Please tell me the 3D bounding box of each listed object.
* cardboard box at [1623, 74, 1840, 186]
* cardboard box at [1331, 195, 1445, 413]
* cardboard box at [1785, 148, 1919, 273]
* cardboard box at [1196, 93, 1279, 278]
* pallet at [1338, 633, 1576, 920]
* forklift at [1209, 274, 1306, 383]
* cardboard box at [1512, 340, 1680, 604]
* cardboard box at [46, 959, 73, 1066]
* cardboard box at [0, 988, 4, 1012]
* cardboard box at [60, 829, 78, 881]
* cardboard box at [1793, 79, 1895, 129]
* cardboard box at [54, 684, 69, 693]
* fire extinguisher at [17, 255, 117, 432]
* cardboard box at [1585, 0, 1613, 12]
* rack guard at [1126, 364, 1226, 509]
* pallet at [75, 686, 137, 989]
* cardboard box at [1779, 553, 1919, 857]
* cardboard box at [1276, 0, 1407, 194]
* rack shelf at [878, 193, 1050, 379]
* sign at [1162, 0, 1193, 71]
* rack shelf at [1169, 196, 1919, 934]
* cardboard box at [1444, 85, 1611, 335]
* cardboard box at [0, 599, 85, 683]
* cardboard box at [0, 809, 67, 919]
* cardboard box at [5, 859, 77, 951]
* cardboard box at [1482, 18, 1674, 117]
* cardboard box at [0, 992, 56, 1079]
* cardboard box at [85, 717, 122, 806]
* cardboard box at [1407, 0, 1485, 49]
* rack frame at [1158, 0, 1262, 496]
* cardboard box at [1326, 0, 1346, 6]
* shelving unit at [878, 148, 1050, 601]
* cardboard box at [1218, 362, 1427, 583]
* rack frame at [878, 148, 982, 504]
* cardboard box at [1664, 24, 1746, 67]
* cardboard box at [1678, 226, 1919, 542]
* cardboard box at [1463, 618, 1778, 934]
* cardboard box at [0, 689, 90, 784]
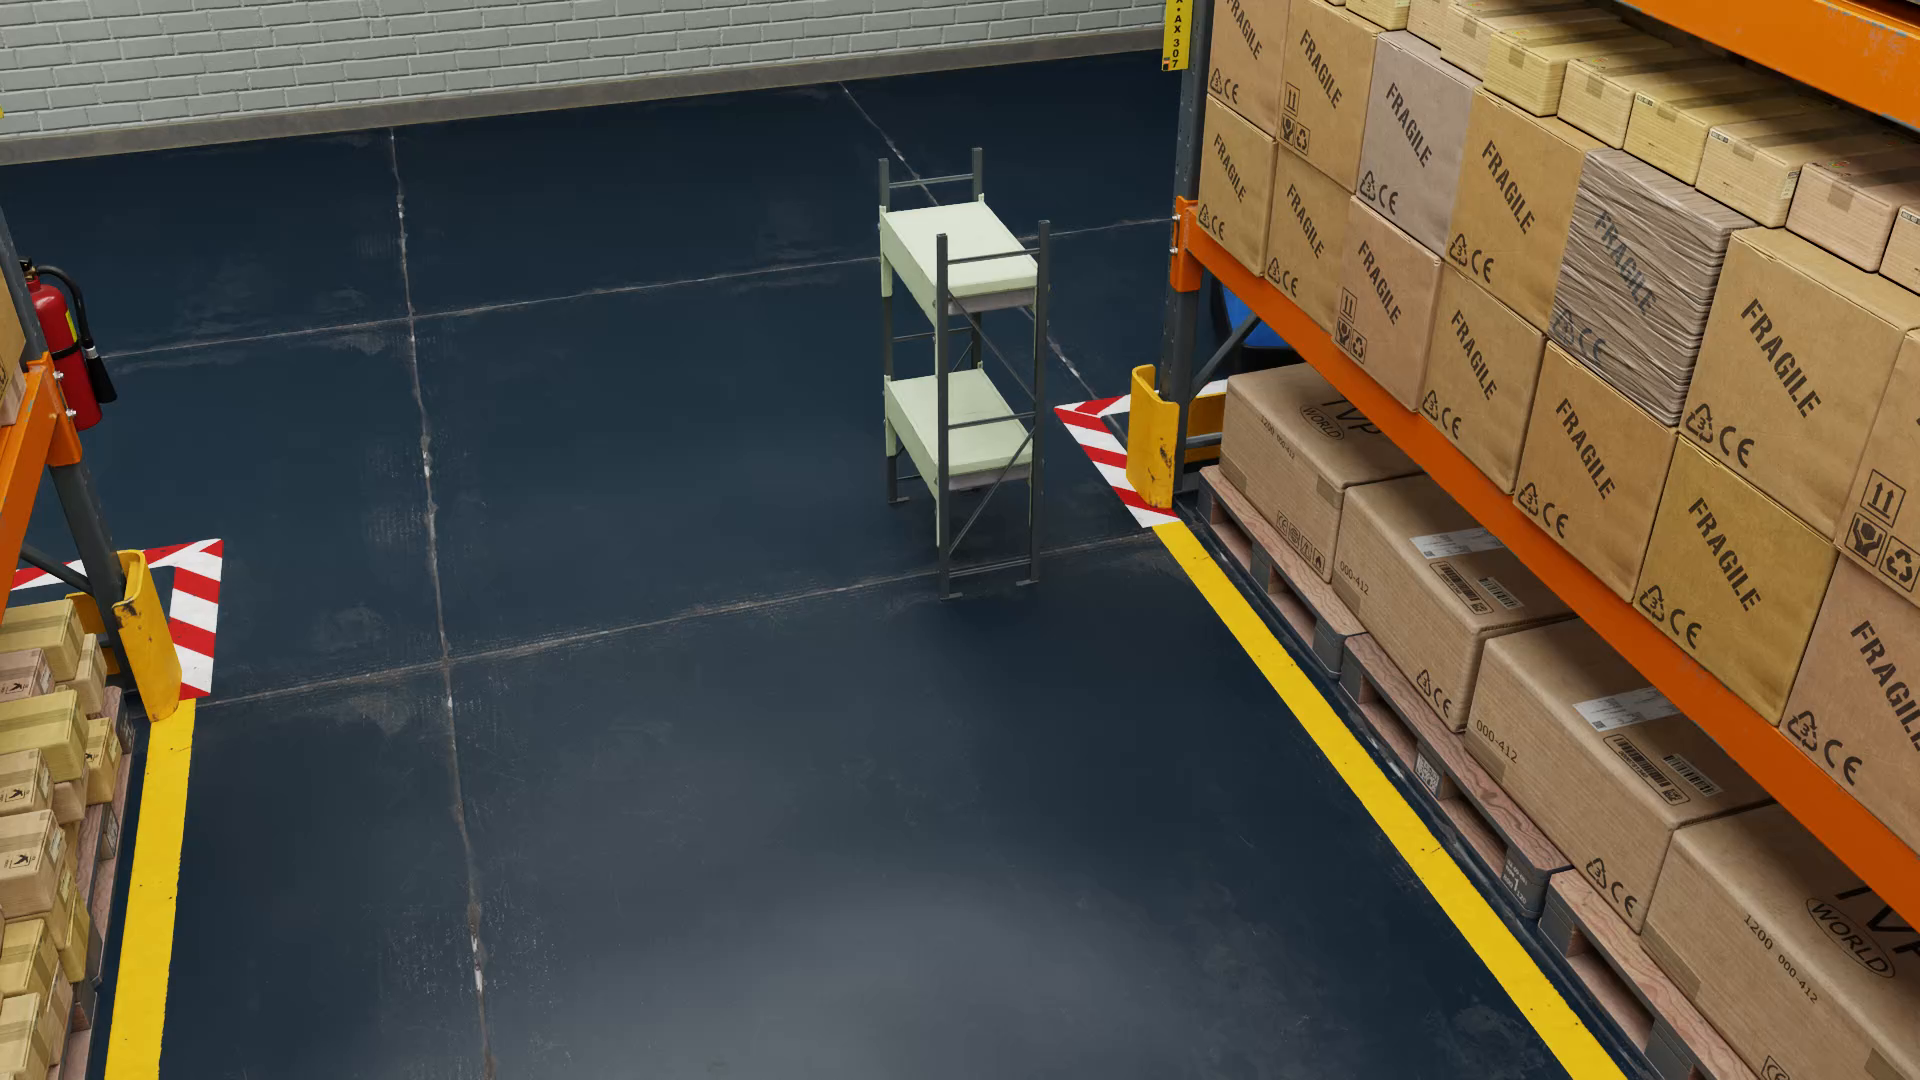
[{"bbox_3d":[1.807,-0.966,3.905,0.380,0.149,0.250,-11,35,-16],"label":"cardboard box"},{"bbox_3d":[1.505,-0.757,5.085,0.500,0.500,0.500,-10,35,-15],"label":"cardboard box"},{"bbox_3d":[1.999,-0.704,3.508,0.380,0.149,0.250,-10,35,-15],"label":"cardboard box"},{"bbox_3d":[1.187,-1.288,5.888,0.500,0.500,0.500,-10,35,-15],"label":"cardboard box"},{"bbox_3d":[2.001,0.663,5.556,1.003,0.211,1.213,-10,35,-15],"label":"pallet"},{"bbox_3d":[2.764,-2.092,7.258,3.031,2.935,1.130,1,33,1],"label":"forklift"},{"bbox_3d":[1.819,-0.220,4.271,0.500,0.500,0.500,-11,35,-15],"label":"cardboard box"},{"bbox_3d":[-2.548,1.263,4.323,0.380,0.149,0.250,-9,35,-14],"label":"cardboard box"},{"bbox_3d":[-2.510,1.164,3.933,0.380,0.149,0.250,-10,35,-14],"label":"cardboard box"},{"bbox_3d":[-2.749,0.993,4.732,0.380,0.149,0.250,-10,35,-14],"label":"cardboard box"},{"bbox_3d":[2.247,-1.048,4.029,0.380,0.149,0.250,-10,35,-15],"label":"cardboard box"},{"bbox_3d":[-2.908,0.604,5.050,0.380,0.149,0.250,-11,35,-16],"label":"cardboard box"},{"bbox_3d":[-3.007,-0.683,5.472,0.296,0.674,0.183,-10,35,-15],"label":"fire extinguisher"},{"bbox_3d":[1.923,-1.583,4.838,0.380,0.149,0.250,-10,35,-15],"label":"cardboard box"},{"bbox_3d":[1.306,-0.517,7.078,1.175,0.500,0.348,-10,35,-15],"label":"rack guard"},{"bbox_3d":[-3.132,0.974,5.084,1.003,0.211,1.213,-10,35,-15],"label":"pallet"},{"bbox_3d":[2.149,0.311,3.468,0.500,0.500,0.500,-10,35,-14],"label":"cardboard box"},{"bbox_3d":[1.353,-1.436,5.204,0.500,0.500,0.500,-11,35,-16],"label":"cardboard box"},{"bbox_3d":[0.002,-0.948,6.116,0.431,0.370,0.720,-10,35,-15],"label":"rack shelf"},{"bbox_3d":[0.783,-1.851,5.973,0.100,0.325,0.005,-10,35,-15],"label":"sign"},{"bbox_3d":[1.924,-0.197,4.979,1.077,0.370,4.000,-10,35,-15],"label":"rack shelf"},{"bbox_3d":[1.670,-0.905,4.401,0.500,0.500,0.500,-10,35,-15],"label":"cardboard box"},{"bbox_3d":[-2.967,0.340,5.180,0.380,0.149,0.250,-10,35,-14],"label":"cardboard box"},{"bbox_3d":[-2.591,0.874,4.371,0.380,0.149,0.250,-9,34,-13],"label":"cardboard box"},{"bbox_3d":[-2.606,1.000,4.451,0.380,0.149,0.250,-10,35,-14],"label":"cardboard box"},{"bbox_3d":[1.591,-1.222,4.293,0.380,0.149,0.250,-11,35,-16],"label":"cardboard box"},{"bbox_3d":[-2.435,1.278,4.031,0.380,0.149,0.250,-10,35,-14],"label":"cardboard box"},{"bbox_3d":[-2.836,0.712,5.156,0.380,0.149,0.250,-9,35,-13],"label":"cardboard box"},{"bbox_3d":[1.504,-1.498,4.710,0.380,0.149,0.250,-10,35,-14],"label":"cardboard box"},{"bbox_3d":[1.314,-1.547,6.370,1.000,3.000,0.127,-10,35,-15],"label":"rack frame"},{"bbox_3d":[1.276,-1.762,5.110,0.380,0.149,0.250,-9,34,-13],"label":"cardboard box"},{"bbox_3d":[0.002,-0.622,6.331,0.431,1.500,0.755,-10,35,-15],"label":"shelving unit"},{"bbox_3d":[1.610,-0.323,6.462,0.875,0.438,0.875,-11,35,-16],"label":"cardboard box"},{"bbox_3d":[-0.110,-0.814,6.622,0.400,1.500,0.023,-10,35,-15],"label":"rack frame"},{"bbox_3d":[2.117,-1.320,4.441,0.380,0.149,0.250,-9,34,-13],"label":"cardboard box"},{"bbox_3d":[1.980,-0.375,3.599,0.500,0.500,0.500,-11,35,-15],"label":"cardboard box"},{"bbox_3d":[2.171,0.629,5.020,0.875,0.438,0.875,-11,35,-16],"label":"cardboard box"},{"bbox_3d":[-2.745,0.596,4.792,0.380,0.149,0.250,-11,35,-16],"label":"cardboard box"}]
